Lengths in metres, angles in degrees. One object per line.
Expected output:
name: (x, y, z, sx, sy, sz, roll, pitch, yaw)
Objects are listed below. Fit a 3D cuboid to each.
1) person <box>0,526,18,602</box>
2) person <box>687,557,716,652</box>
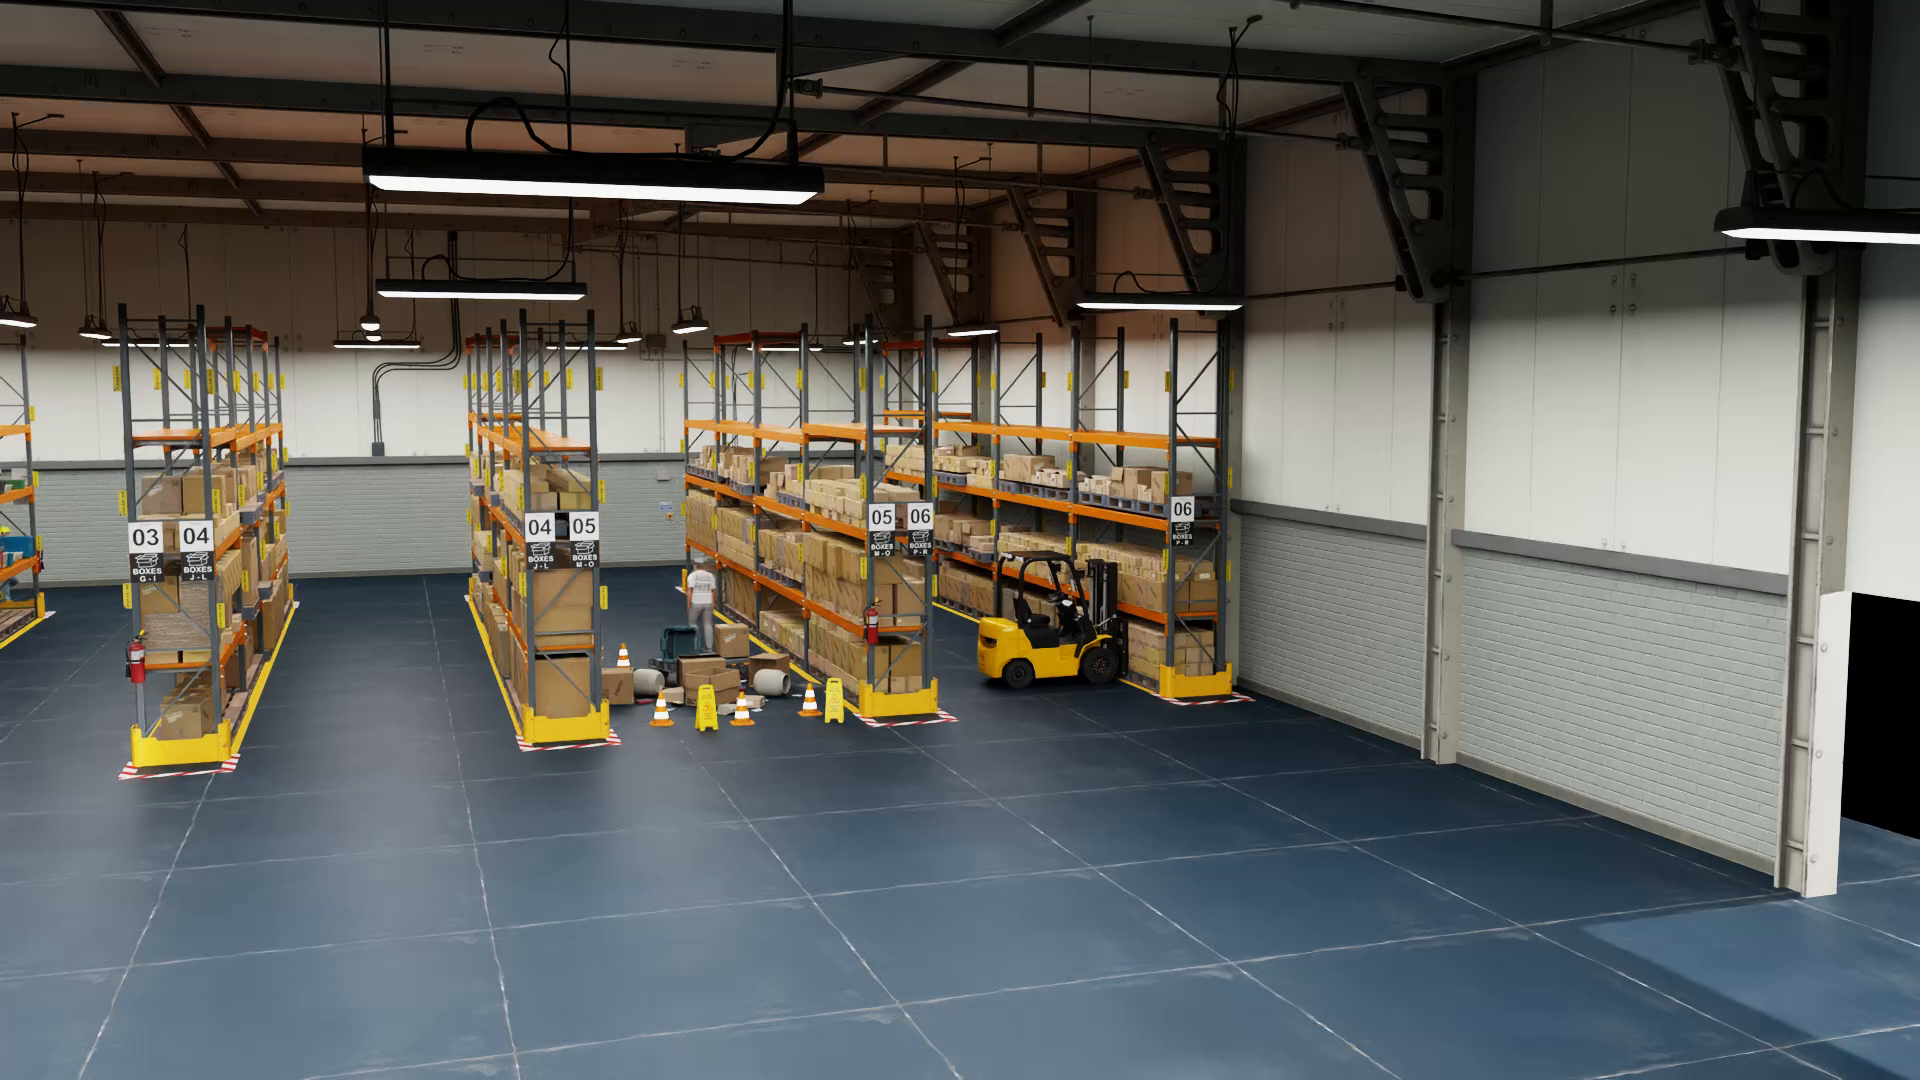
person: (-21.556, 0.556, 37.503, 0.656, 1.755, 0.576, 2, 6, 24)
person: (-4.811, 1.230, 30.845, 0.603, 1.800, 0.688, -3, 6, -32)
